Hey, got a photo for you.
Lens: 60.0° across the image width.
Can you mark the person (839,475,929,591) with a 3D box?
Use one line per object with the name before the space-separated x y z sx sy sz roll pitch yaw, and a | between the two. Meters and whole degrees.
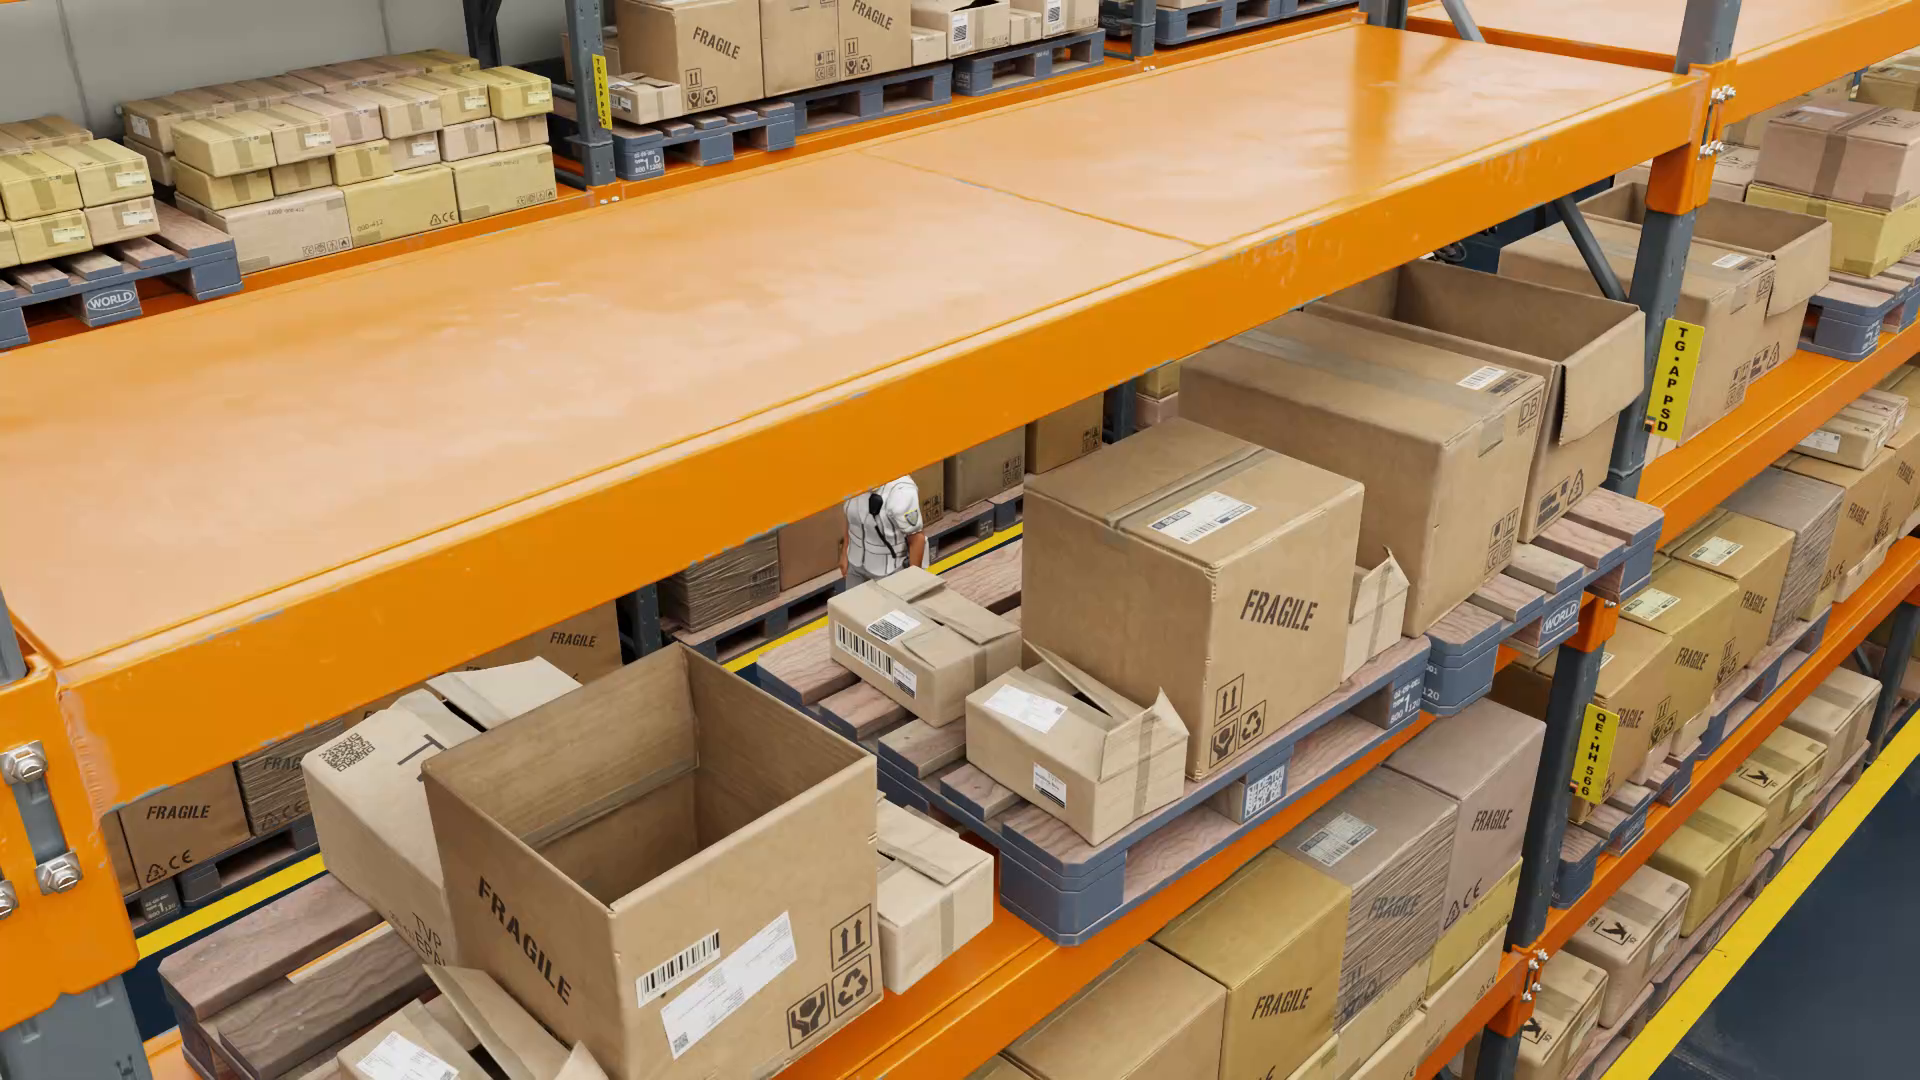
person | -0.425 0.160 8.595 0.550 1.666 0.473 24 36 38
